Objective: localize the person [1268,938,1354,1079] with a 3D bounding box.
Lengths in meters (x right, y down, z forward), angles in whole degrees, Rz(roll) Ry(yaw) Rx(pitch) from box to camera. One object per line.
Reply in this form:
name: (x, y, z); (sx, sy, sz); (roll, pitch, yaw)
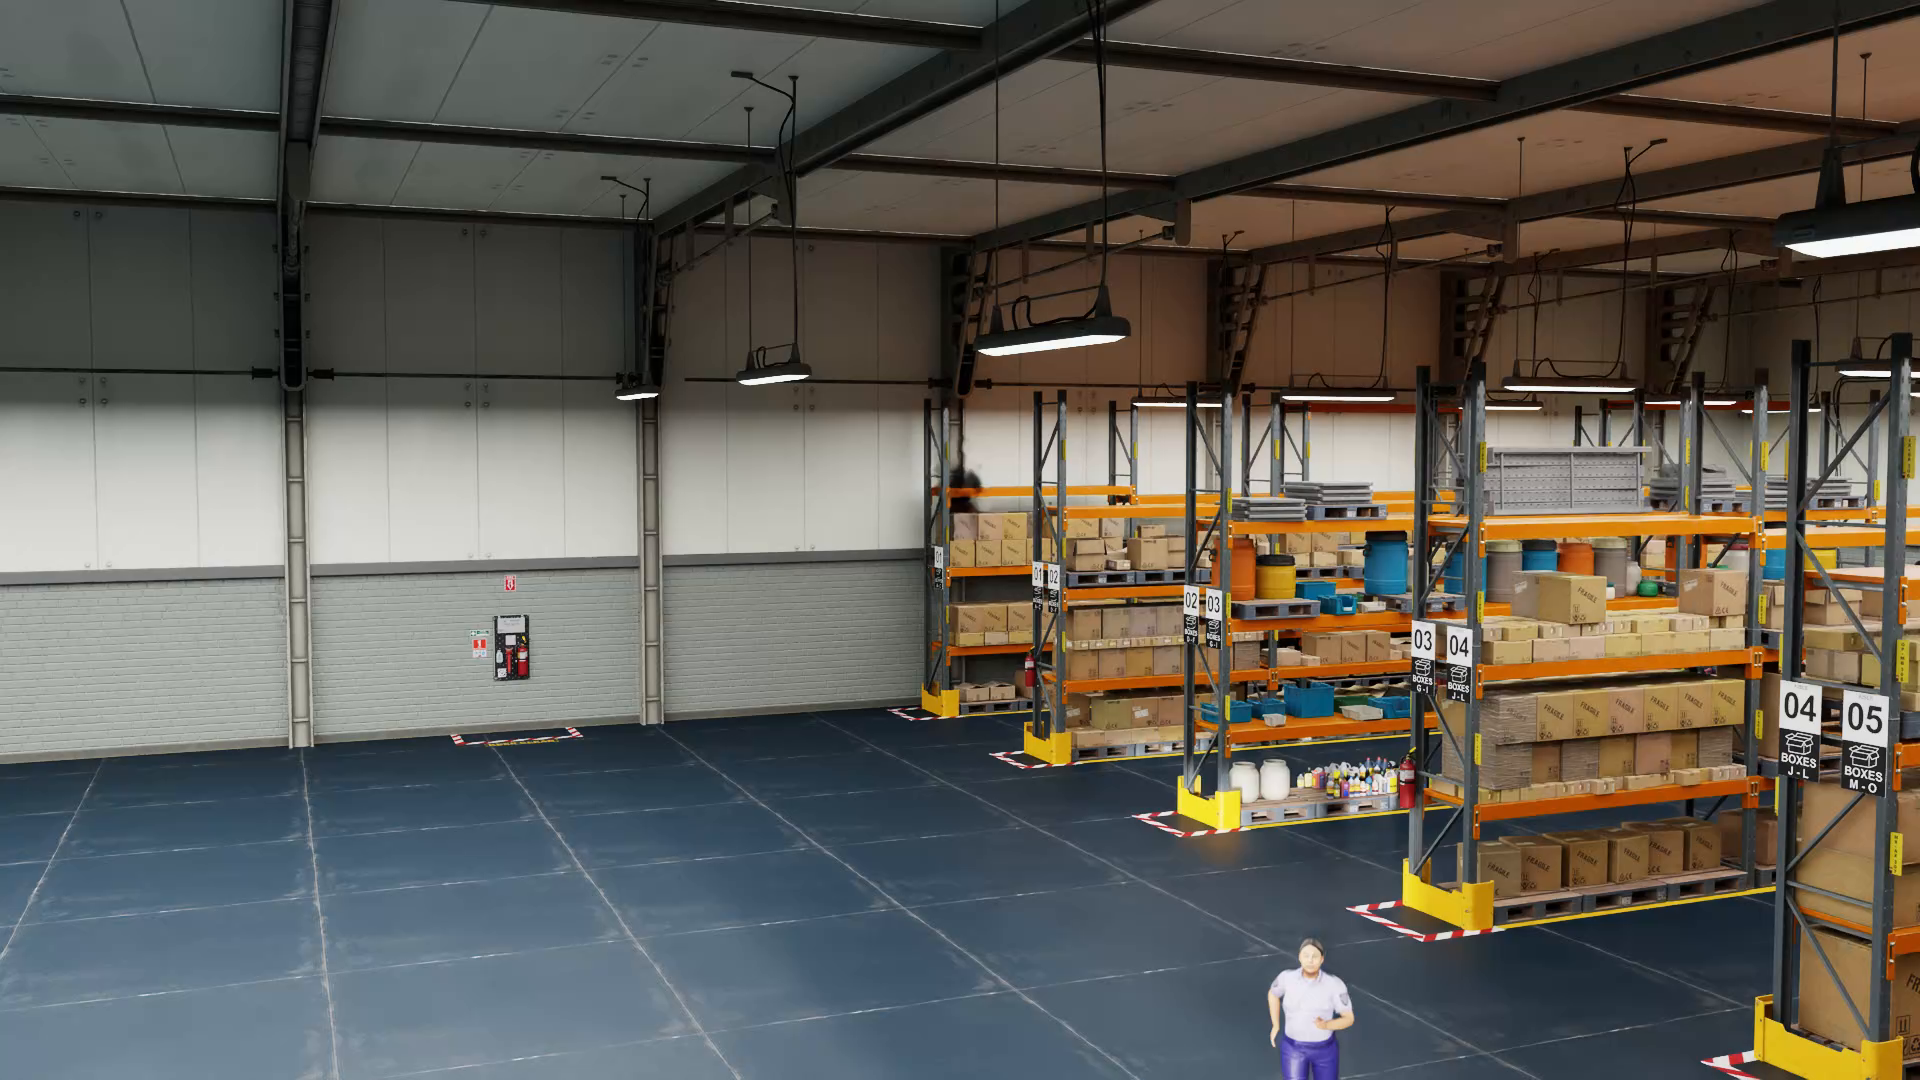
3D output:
person: (2.475, 3.634, 11.770); (0.608, 1.625, 0.924); (1, 3, 13)
